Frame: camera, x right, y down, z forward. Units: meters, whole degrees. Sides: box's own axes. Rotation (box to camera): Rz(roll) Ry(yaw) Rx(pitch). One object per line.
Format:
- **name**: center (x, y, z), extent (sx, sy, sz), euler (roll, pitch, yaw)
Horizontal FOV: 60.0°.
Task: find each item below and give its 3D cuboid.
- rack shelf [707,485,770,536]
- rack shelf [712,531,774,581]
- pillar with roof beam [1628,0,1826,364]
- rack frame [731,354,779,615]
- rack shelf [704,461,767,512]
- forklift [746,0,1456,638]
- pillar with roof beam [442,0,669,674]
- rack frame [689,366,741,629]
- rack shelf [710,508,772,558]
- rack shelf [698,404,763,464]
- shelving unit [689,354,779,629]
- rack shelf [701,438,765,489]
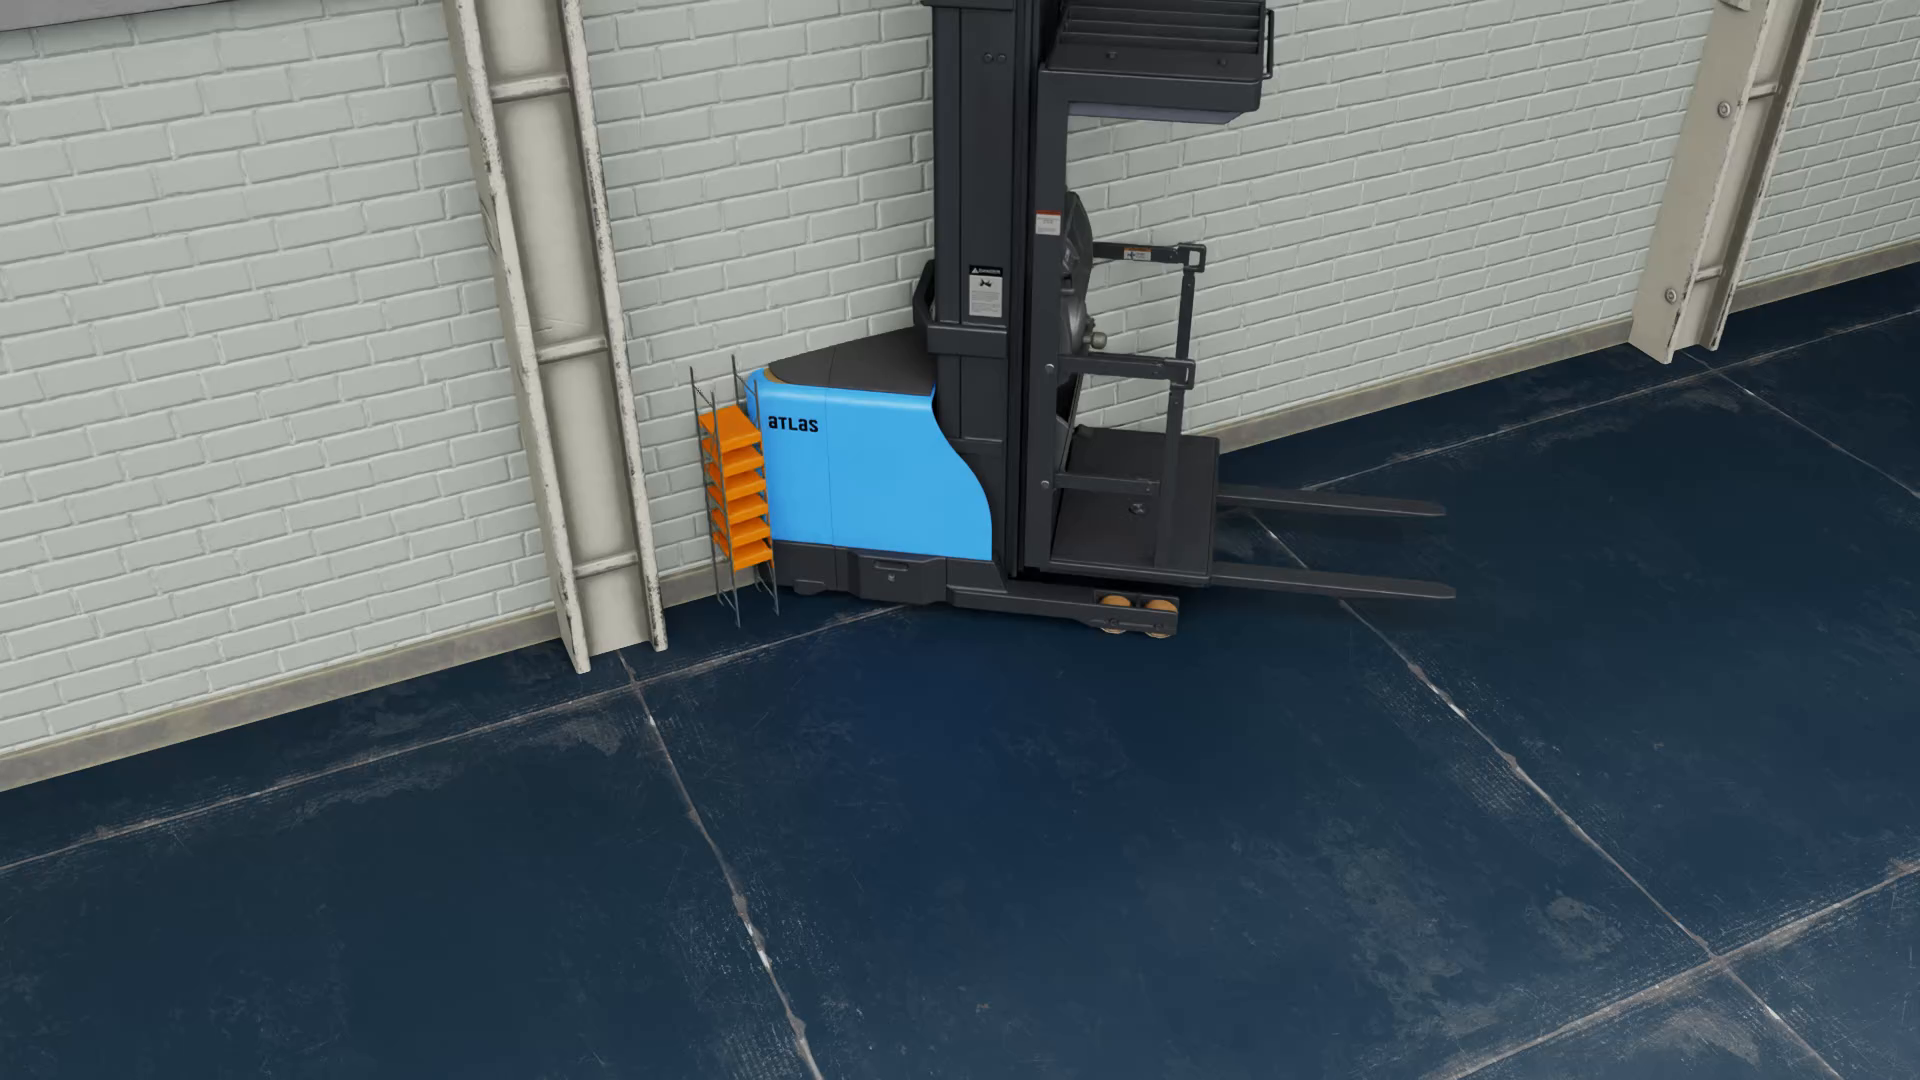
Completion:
- **rack shelf**: center (-0.941, -0.149, 7.016), extent (0.180, 0.103, 0.258), euler (-19, 41, -23)
- **rack shelf**: center (-0.939, 0.044, 7.160), extent (0.180, 0.103, 0.258), euler (-19, 41, -23)
- **pillar with roof beam**: center (5.768, -2.380, 3.405), extent (0.400, 9.000, 9.100), euler (-16, 39, -20)
- **rack frame**: center (-0.862, -0.212, 7.026), extent (0.006, 1.200, 0.240), euler (-19, 41, -23)
- **rack shelf**: center (-0.942, -0.245, 6.944), extent (0.180, 0.103, 0.258), euler (-19, 41, -23)
- **forklift**: center (0.663, -1.096, 6.767), extent (3.031, 2.935, 1.130), euler (5, 37, 7)
- **pillar with roof beam**: center (0.337, -0.862, 1.358), extent (0.400, 9.000, 9.100), euler (-16, 39, -20)
- **rack frame**: center (-1.020, -0.156, 6.954), extent (0.006, 1.200, 0.240), euler (-19, 41, -23)
- **rack shelf**: center (-0.940, -0.052, 7.088), extent (0.180, 0.103, 0.258), euler (-19, 41, -23)
- **rack shelf**: center (-0.943, -0.437, 6.801), extent (0.180, 0.103, 0.258), euler (-19, 41, -23)
- **shelving unit**: center (-0.941, -0.184, 6.990), extent (0.189, 1.200, 0.258), euler (-19, 41, -23)
- **rack shelf**: center (-0.942, -0.341, 6.873), extent (0.180, 0.103, 0.258), euler (-19, 41, -23)
